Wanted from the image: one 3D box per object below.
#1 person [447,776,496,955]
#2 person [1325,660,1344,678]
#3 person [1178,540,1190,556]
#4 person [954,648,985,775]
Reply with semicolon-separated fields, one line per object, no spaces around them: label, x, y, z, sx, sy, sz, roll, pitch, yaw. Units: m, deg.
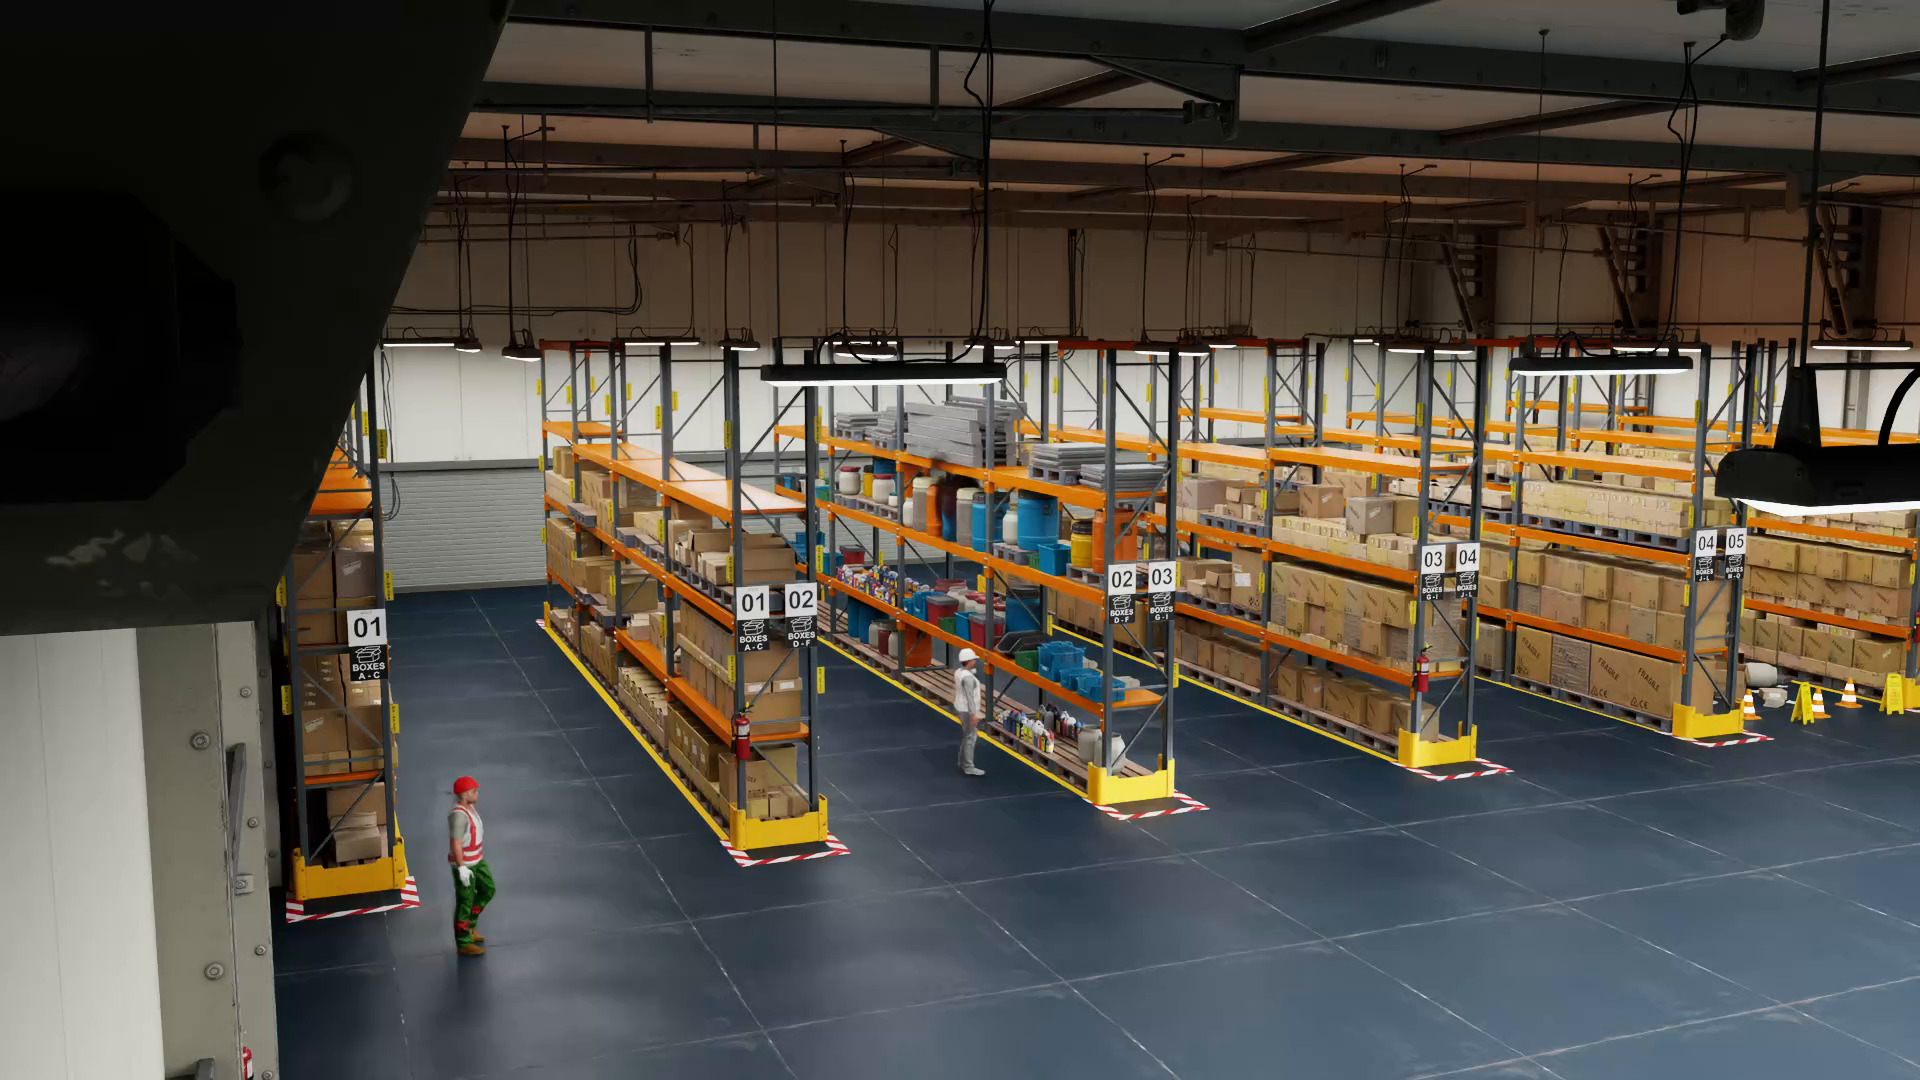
person;-4.963;3.276;16.799;0.404;1.793;0.629;0;7;-1
person;6.749;1.616;29.859;0.535;1.723;0.569;5;9;35
person;5.785;-0.229;43.657;0.606;1.761;0.758;4;9;30
person;0.126;2.444;23.482;0.387;1.850;0.606;-1;8;-11
